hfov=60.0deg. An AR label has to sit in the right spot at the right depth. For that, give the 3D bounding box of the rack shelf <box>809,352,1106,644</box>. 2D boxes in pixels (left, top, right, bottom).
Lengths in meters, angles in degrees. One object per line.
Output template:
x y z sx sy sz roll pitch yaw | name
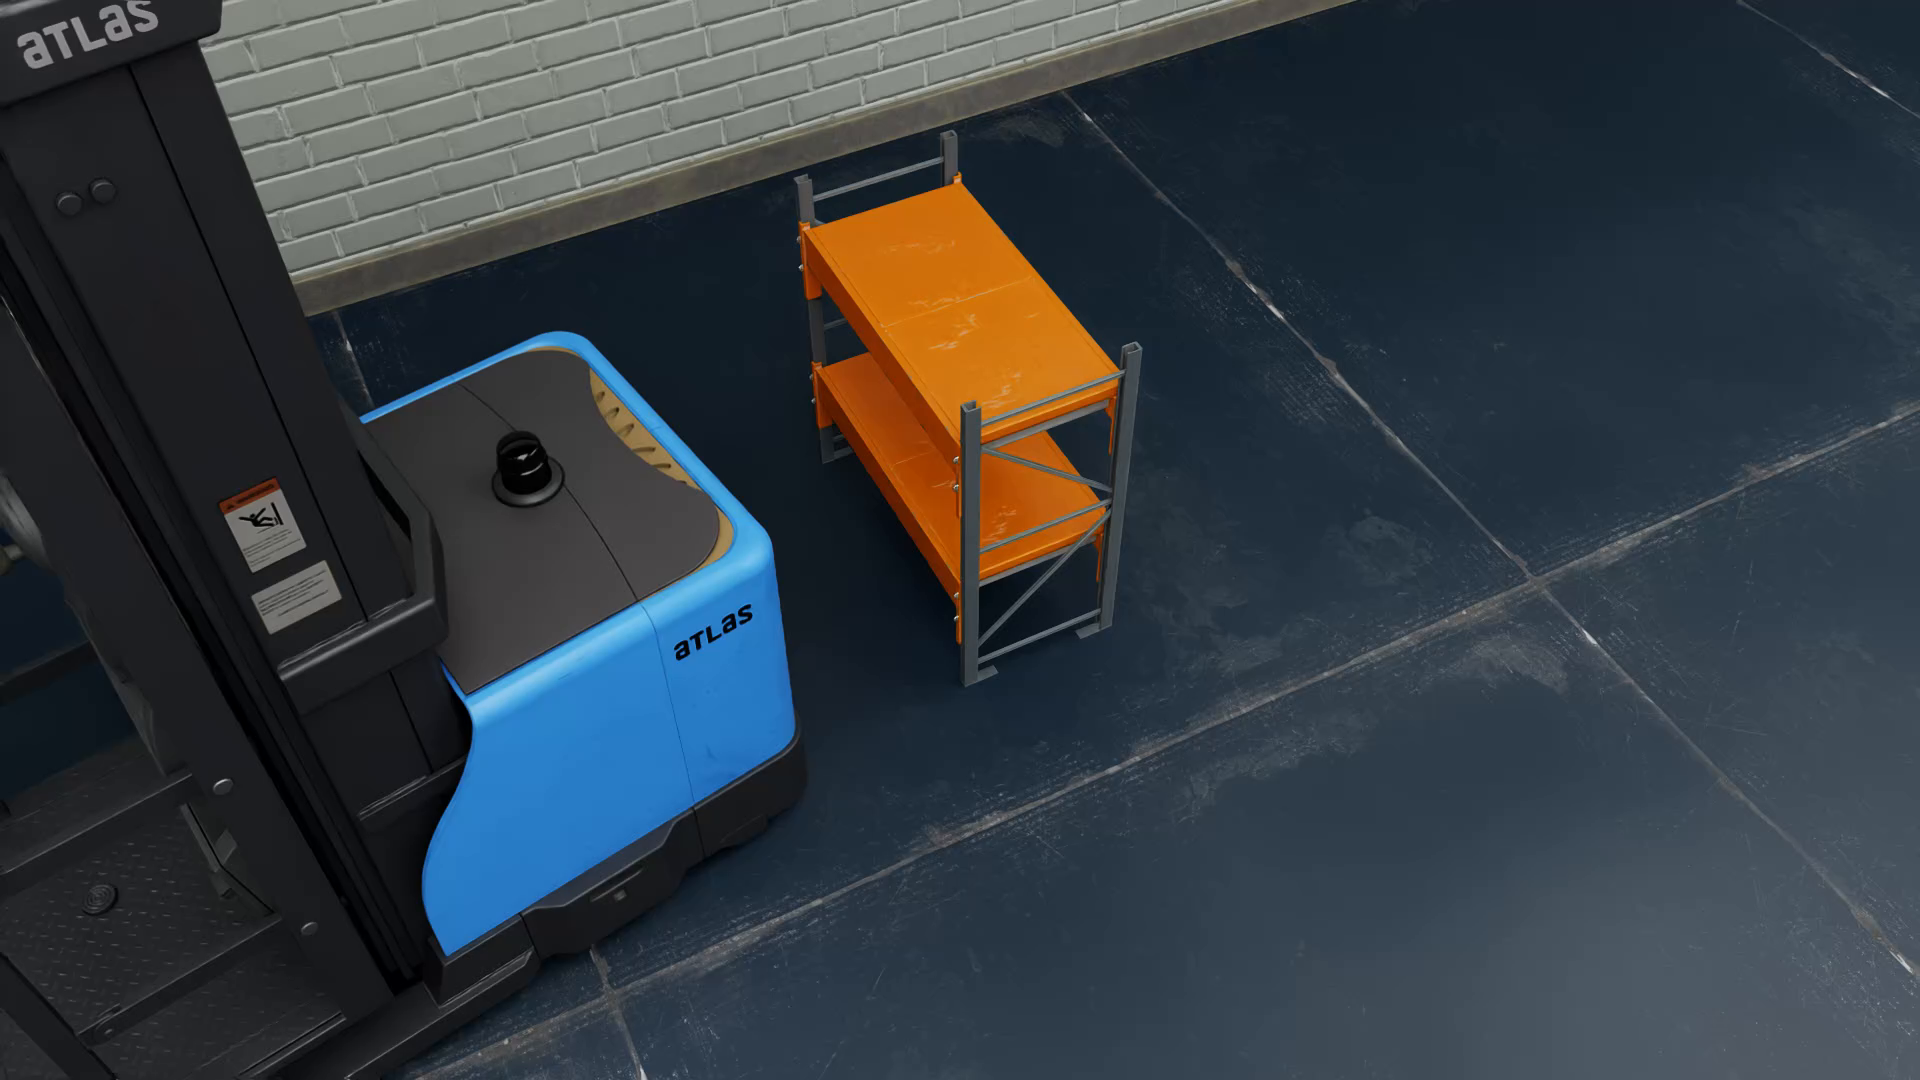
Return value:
-0.003 -0.214 5.015 0.538 0.278 1.000 -21 52 -18 | rack shelf

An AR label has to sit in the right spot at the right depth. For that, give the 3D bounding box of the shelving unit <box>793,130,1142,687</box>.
-0.003 -0.375 4.831 0.538 1.125 1.048 -21 52 -18 | shelving unit

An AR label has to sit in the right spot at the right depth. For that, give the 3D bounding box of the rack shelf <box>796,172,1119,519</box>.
-0.003 -0.568 4.610 0.538 0.278 1.000 -21 52 -18 | rack shelf

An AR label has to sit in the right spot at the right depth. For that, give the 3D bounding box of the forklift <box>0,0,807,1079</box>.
-1.896 0.139 3.181 3.031 2.935 1.130 -30 55 -24 | forklift

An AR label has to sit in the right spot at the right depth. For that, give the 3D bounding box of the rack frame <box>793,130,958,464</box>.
-0.236 -0.715 5.128 0.500 1.125 0.032 -21 52 -18 | rack frame

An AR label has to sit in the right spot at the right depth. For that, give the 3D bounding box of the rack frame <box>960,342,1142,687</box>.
0.230 -0.035 4.533 0.500 1.125 0.032 -21 52 -18 | rack frame
